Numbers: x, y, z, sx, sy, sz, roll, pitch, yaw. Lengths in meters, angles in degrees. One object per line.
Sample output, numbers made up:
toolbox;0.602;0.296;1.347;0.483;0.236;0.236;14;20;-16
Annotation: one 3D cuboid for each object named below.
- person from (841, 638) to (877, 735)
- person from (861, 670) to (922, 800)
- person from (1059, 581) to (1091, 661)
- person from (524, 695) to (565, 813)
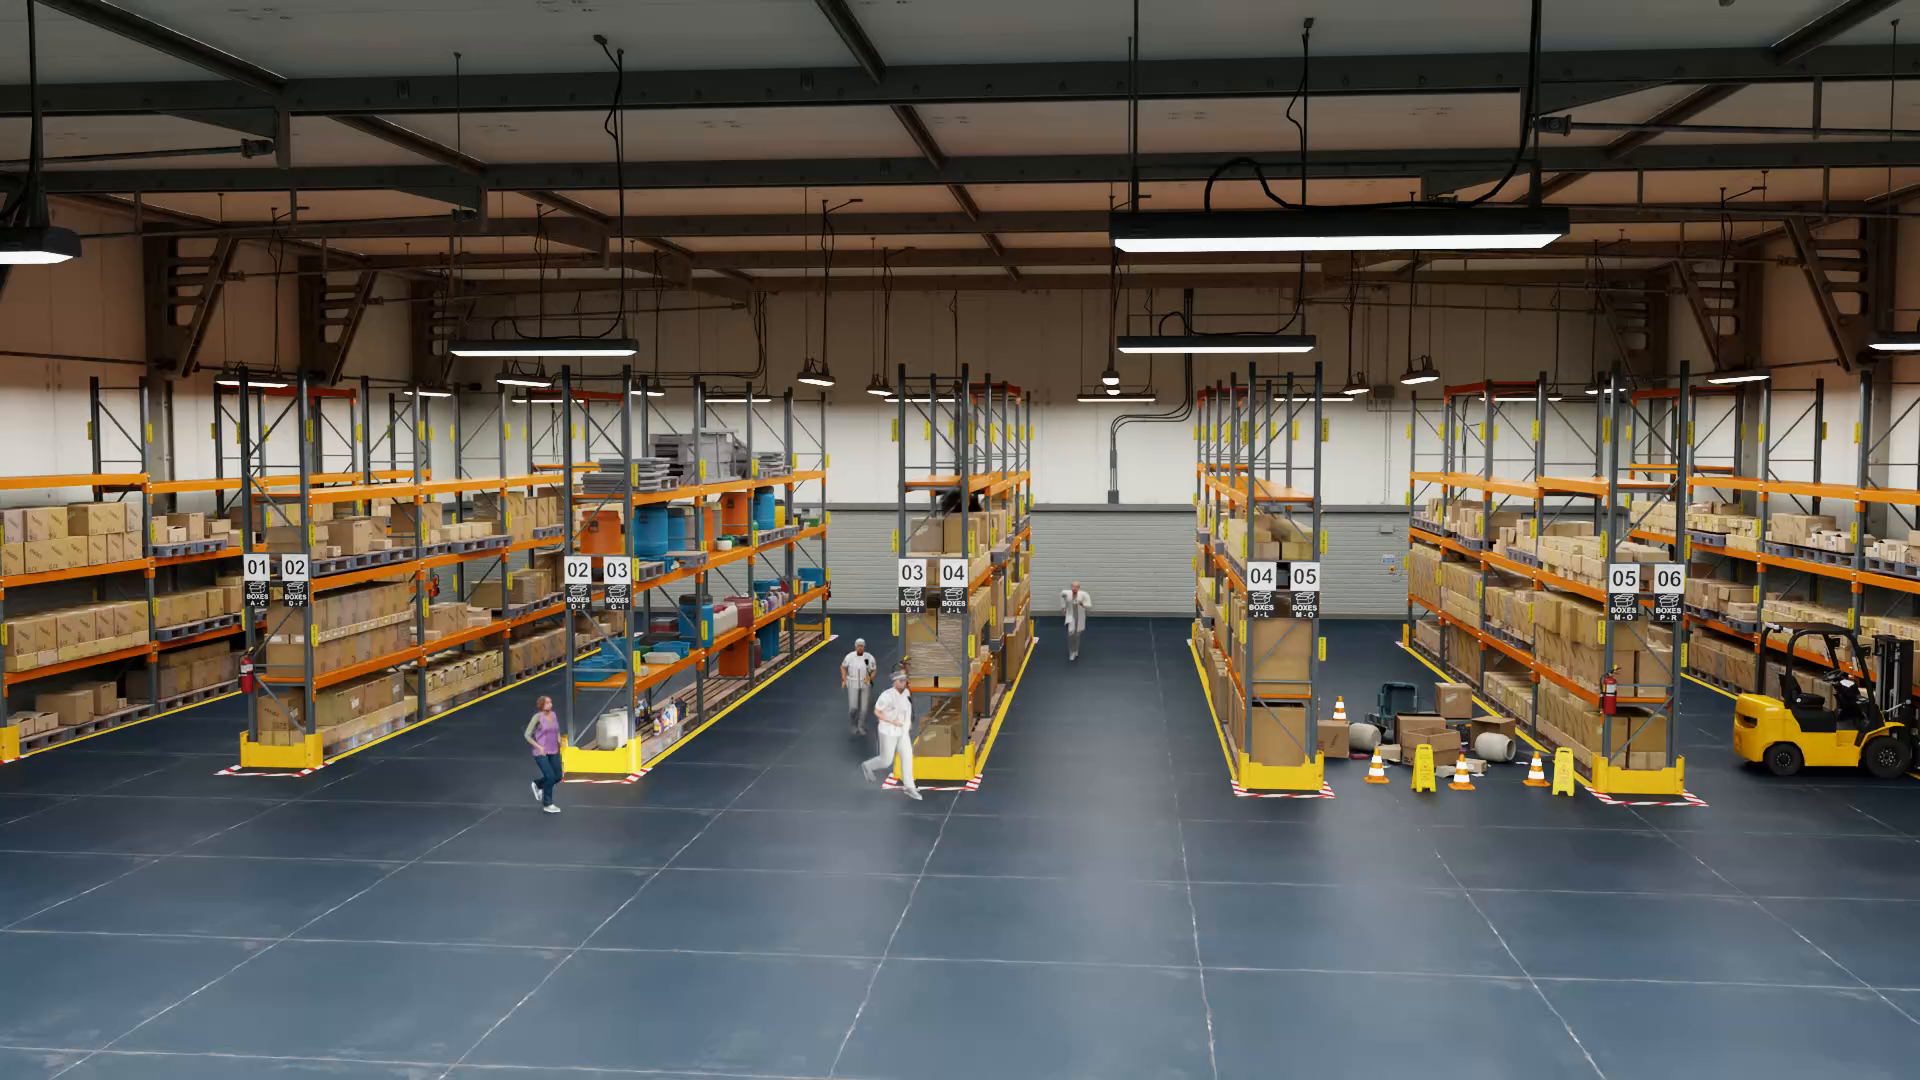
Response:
person;-1.663;2.427;27.403;0.588;1.619;0.661;0;4;-6
person;-0.906;2.647;22.920;0.674;1.757;1.111;-3;5;-43
person;2.547;1.777;36.782;0.694;1.773;0.982;0;4;1
person;-5.503;2.815;21.962;0.587;1.555;0.527;3;4;35
